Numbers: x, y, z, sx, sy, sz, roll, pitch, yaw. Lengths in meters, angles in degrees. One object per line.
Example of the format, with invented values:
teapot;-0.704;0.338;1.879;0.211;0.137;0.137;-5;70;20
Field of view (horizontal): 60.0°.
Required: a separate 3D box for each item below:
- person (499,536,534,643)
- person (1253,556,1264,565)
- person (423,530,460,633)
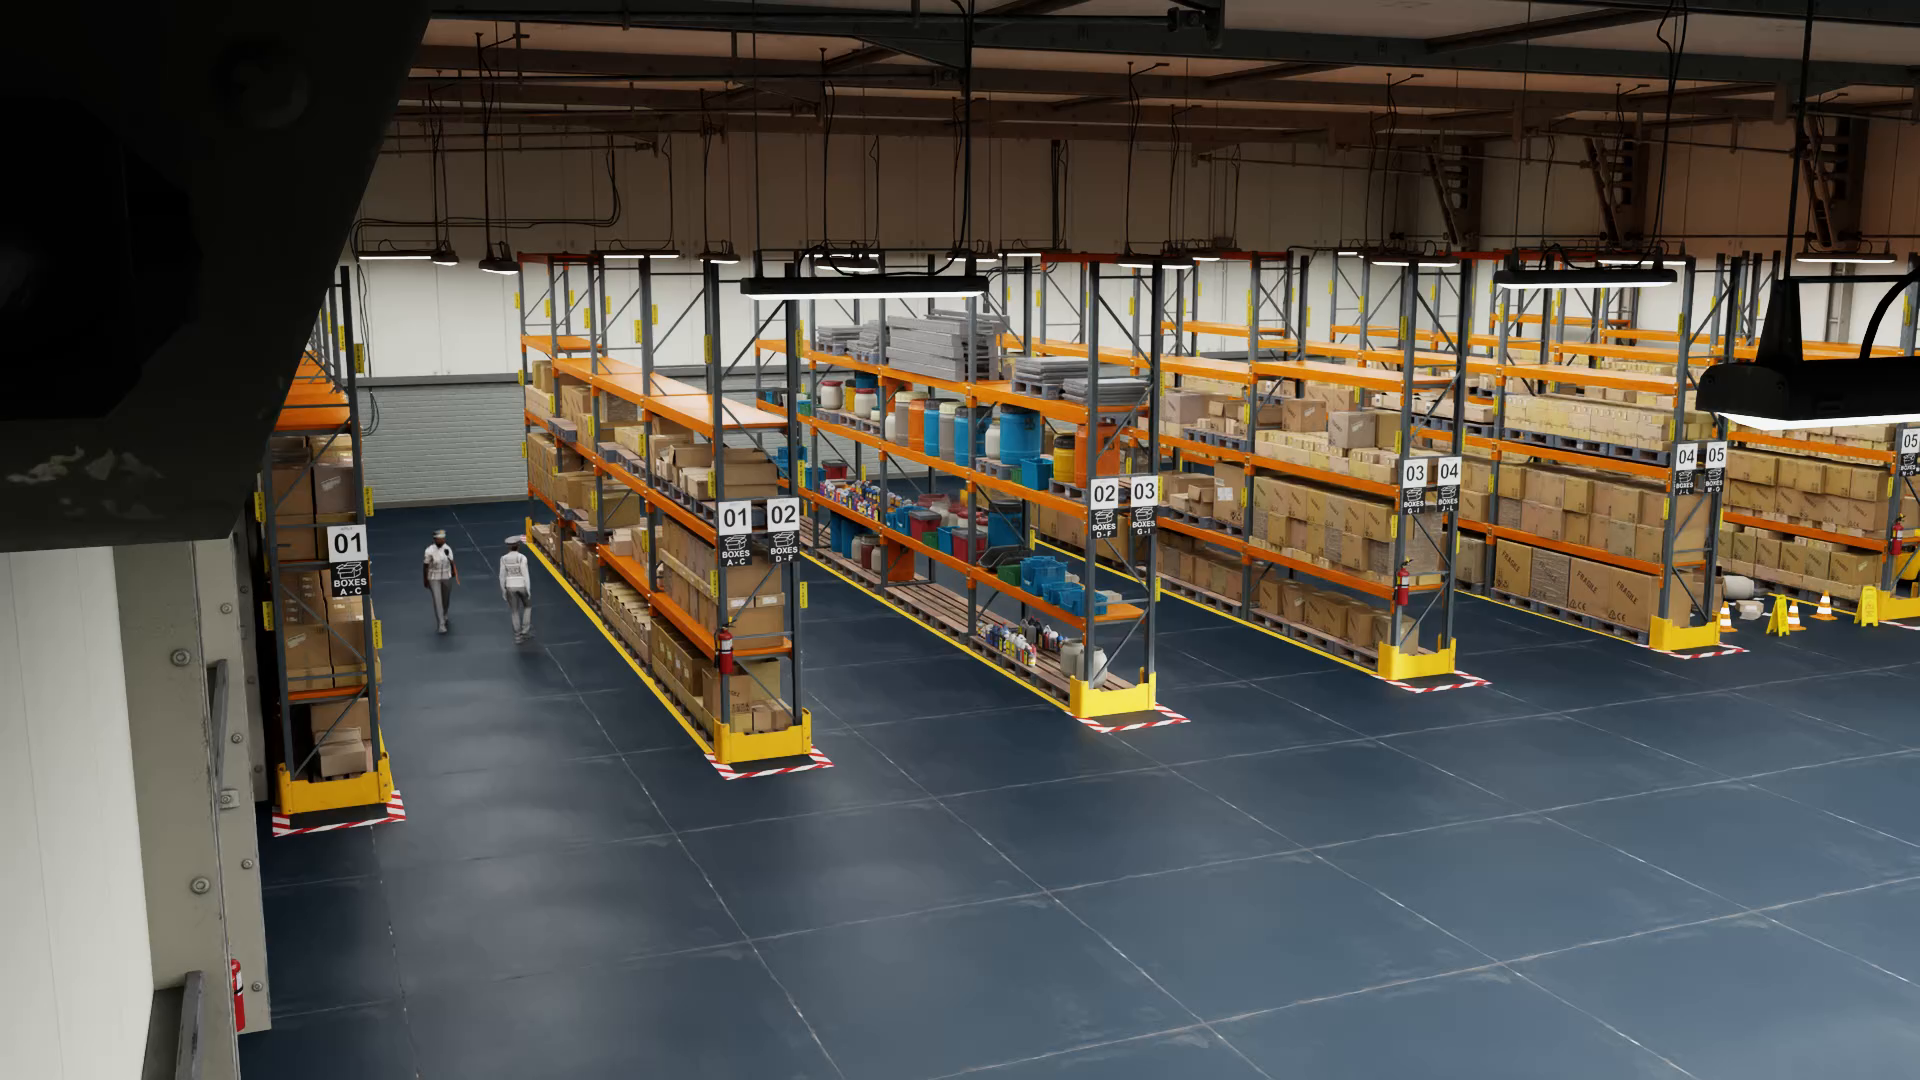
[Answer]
person;-6.967;0.777;26.079;0.493;1.658;0.460;-2;11;-11
person;5.736;-0.362;32.451;0.452;1.625;0.948;-5;12;-25
person;-8.438;0.619;27.043;0.547;1.620;1.021;-5;11;-24
